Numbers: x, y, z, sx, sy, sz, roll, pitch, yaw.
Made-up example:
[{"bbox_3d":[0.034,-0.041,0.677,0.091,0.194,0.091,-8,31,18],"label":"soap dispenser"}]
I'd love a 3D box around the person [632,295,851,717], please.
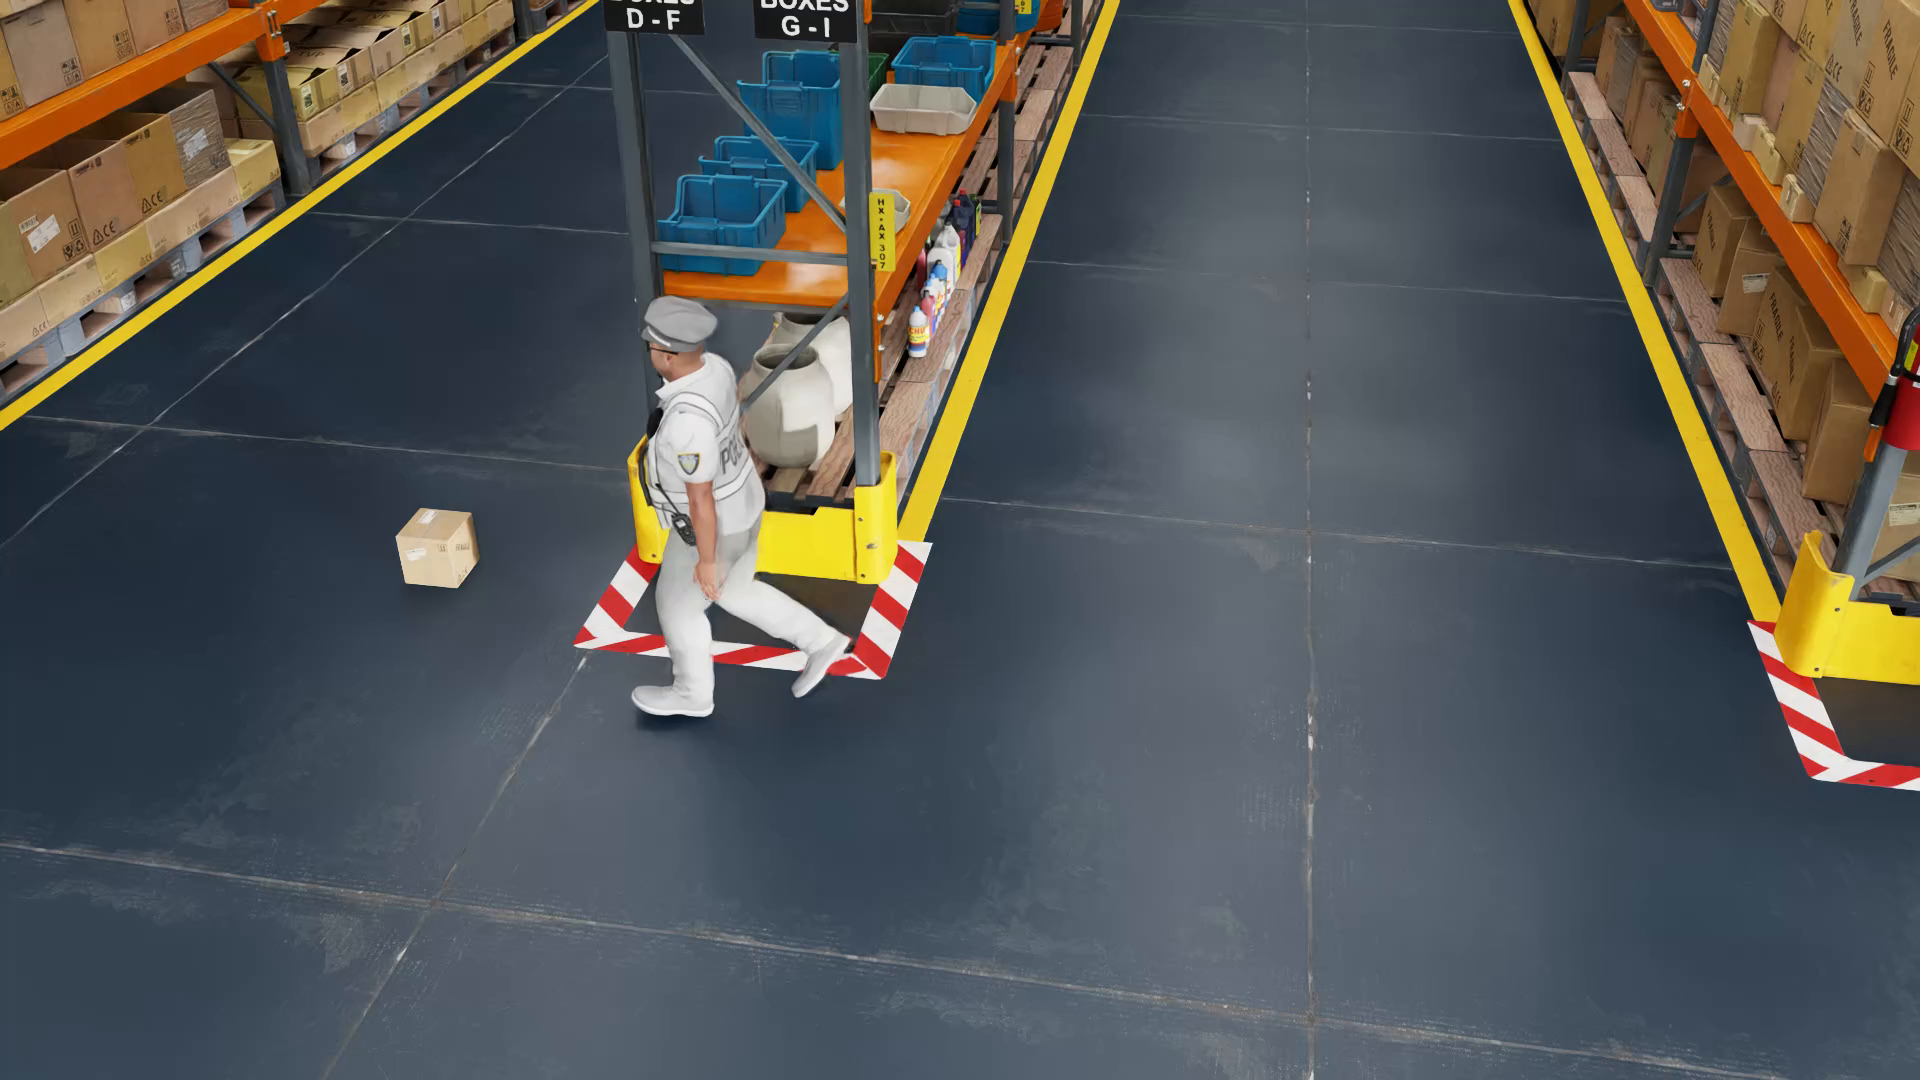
[{"bbox_3d":[-0.870,-0.092,6.257,0.854,1.745,0.591,5,32,7],"label":"person"}]
